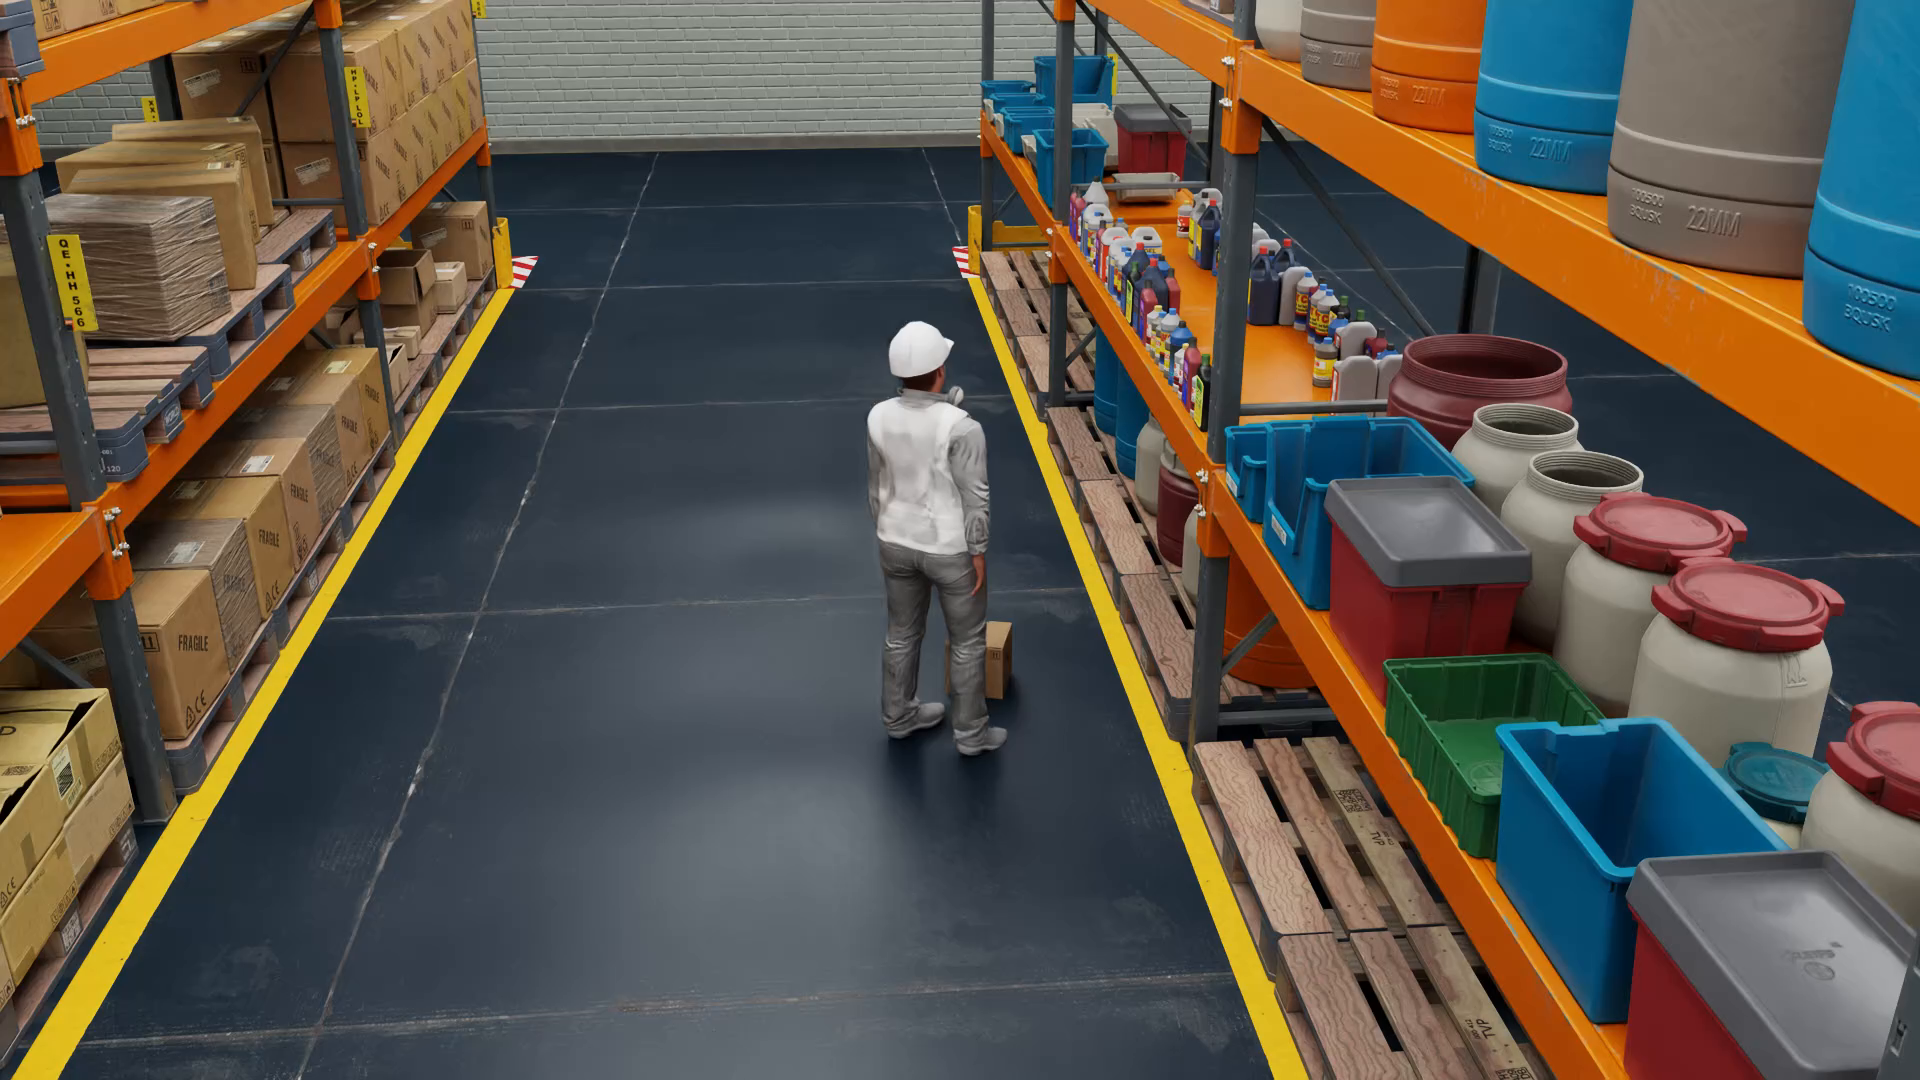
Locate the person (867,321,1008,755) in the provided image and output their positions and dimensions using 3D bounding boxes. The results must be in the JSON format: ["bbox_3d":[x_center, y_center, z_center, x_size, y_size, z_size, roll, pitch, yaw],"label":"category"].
[{"bbox_3d":[-0.103,0.016,6.538,0.557,1.802,0.383,12,26,26],"label":"person"}]
